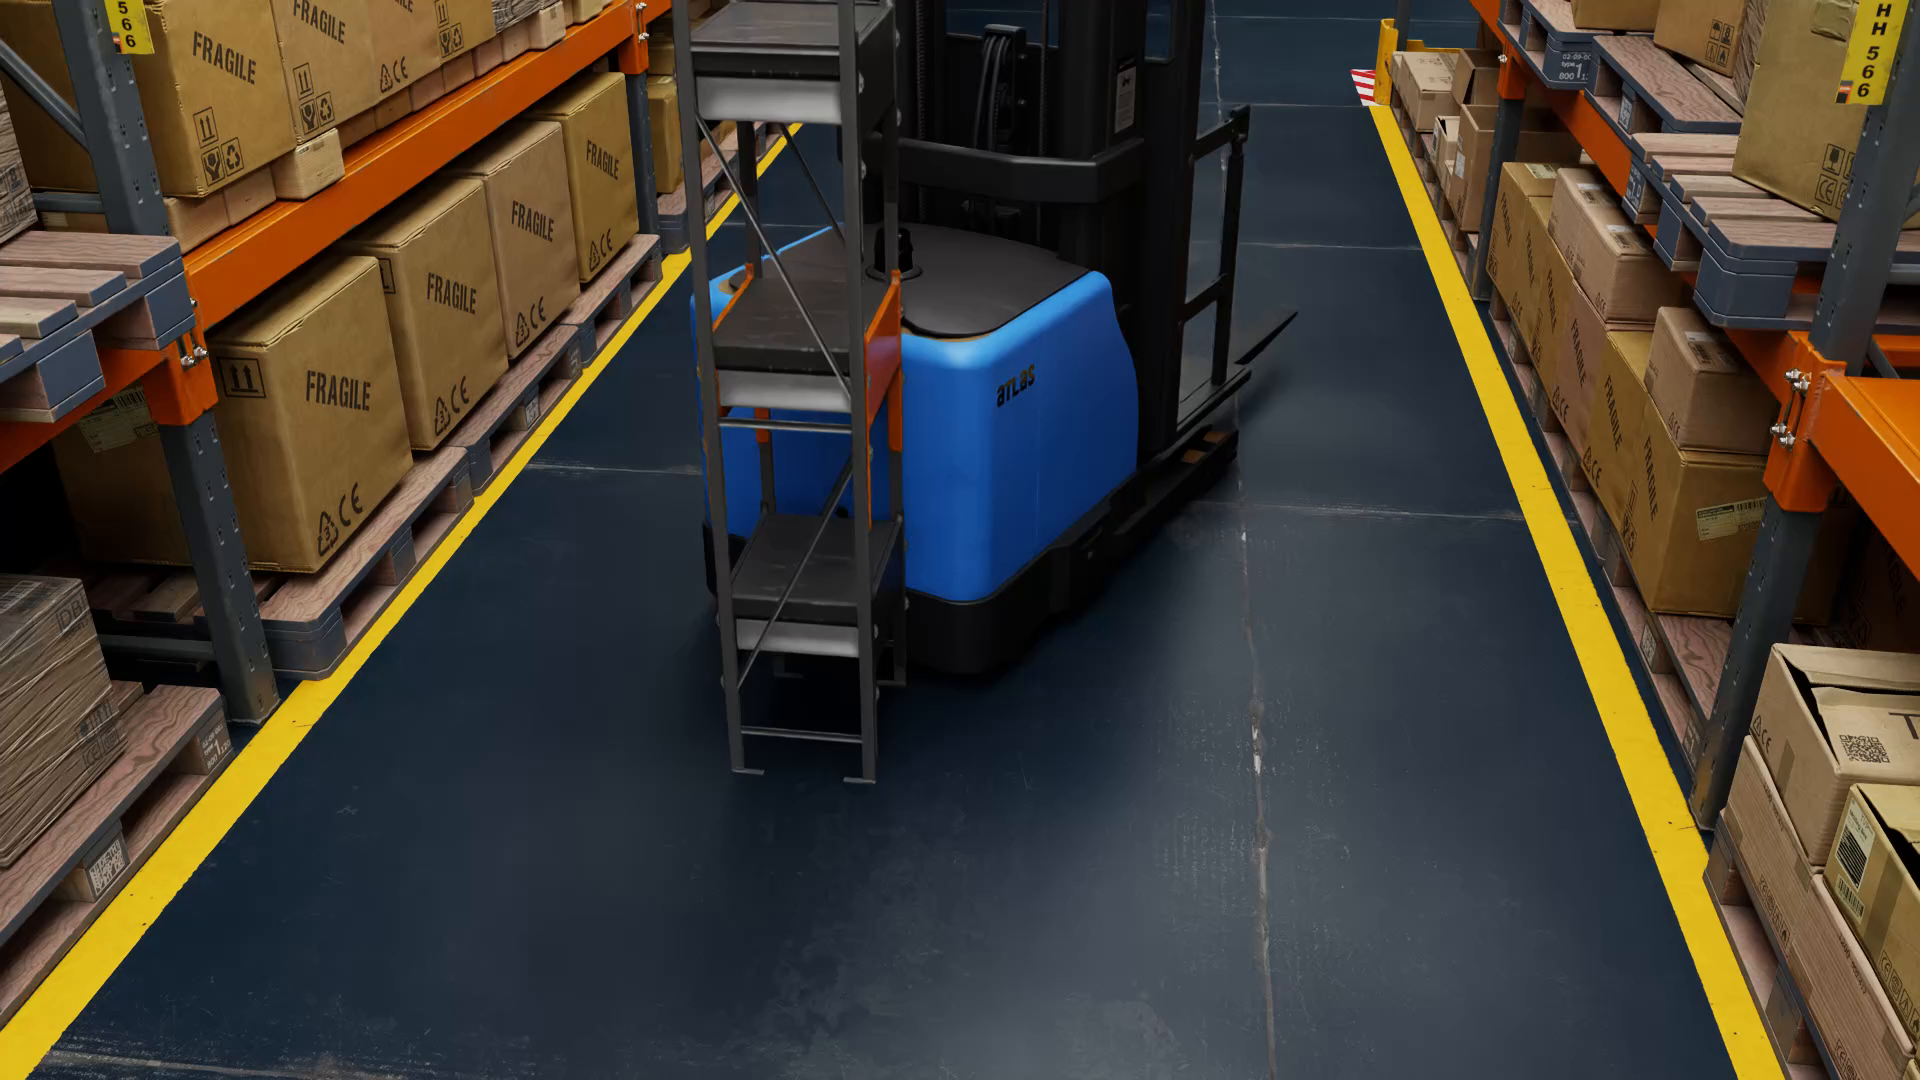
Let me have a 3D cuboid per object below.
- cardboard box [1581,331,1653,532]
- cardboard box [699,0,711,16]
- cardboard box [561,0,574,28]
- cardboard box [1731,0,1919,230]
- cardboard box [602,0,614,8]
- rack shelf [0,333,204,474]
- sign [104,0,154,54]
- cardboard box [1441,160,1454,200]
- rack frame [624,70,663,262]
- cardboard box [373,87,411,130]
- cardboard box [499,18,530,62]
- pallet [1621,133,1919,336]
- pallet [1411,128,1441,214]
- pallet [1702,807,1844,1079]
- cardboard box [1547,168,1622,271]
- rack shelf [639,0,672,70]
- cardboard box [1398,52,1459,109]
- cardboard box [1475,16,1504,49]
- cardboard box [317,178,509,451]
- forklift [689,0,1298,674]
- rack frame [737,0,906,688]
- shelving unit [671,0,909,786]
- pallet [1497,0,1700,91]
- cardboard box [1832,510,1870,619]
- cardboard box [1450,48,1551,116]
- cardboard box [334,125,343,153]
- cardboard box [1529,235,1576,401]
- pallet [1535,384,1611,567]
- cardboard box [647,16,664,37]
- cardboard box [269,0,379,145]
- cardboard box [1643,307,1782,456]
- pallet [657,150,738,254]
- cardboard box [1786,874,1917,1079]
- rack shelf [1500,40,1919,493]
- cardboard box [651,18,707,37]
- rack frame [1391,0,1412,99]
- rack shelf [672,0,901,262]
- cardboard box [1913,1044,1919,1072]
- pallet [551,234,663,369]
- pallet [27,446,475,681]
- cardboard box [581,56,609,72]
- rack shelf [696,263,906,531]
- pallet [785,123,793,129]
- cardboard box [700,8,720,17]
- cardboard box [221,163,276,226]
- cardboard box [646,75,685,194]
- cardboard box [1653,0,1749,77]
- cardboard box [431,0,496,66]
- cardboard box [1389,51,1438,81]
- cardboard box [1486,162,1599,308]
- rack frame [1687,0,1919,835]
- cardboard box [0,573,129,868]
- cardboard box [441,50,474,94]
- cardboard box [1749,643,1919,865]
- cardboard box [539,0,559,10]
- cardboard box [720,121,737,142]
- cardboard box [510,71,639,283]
[{"bbox_3d":[2.375,-0.347,5.403,0.500,0.500,0.500,2,28,4],"label":"cardboard box"},{"bbox_3d":[-1.769,-3.357,10.328,0.380,0.149,0.250,4,29,7],"label":"cardboard box"},{"bbox_3d":[-1.842,-2.209,6.931,0.380,0.149,0.250,4,29,8],"label":"cardboard box"},{"bbox_3d":[2.395,-1.088,4.059,0.700,0.500,0.500,-6,29,-11],"label":"cardboard box"},{"bbox_3d":[-1.758,-2.448,7.375,0.380,0.149,0.250,4,29,7],"label":"cardboard box"},{"bbox_3d":[-2.733,0.416,2.574,1.077,0.370,4.000,3,28,6],"label":"rack shelf"},{"bbox_3d":[-1.948,-1.290,3.845,0.100,0.325,0.005,3,28,6],"label":"sign"},{"bbox_3d":[2.694,-1.842,8.549,0.380,0.149,0.250,3,28,6],"label":"cardboard box"},{"bbox_3d":[-1.997,-2.725,7.646,1.000,3.000,0.127,3,28,6],"label":"rack frame"},{"bbox_3d":[-2.087,-1.489,5.596,0.380,0.149,0.250,4,29,7],"label":"cardboard box"},{"bbox_3d":[-1.912,-1.970,6.487,0.380,0.149,0.250,3,28,6],"label":"cardboard box"},{"bbox_3d":[2.443,-0.795,4.265,1.213,0.211,1.003,3,28,6],"label":"pallet"},{"bbox_3d":[3.151,-2.111,9.445,1.003,0.211,1.213,3,28,6],"label":"pallet"},{"bbox_3d":[2.290,1.057,3.566,1.003,0.211,1.213,3,28,6],"label":"pallet"},{"bbox_3d":[2.496,-1.178,6.156,0.500,0.250,0.500,3,29,6],"label":"cardboard box"},{"bbox_3d":[-1.752,-3.350,9.564,1.077,0.370,4.000,3,28,6],"label":"rack shelf"},{"bbox_3d":[3.000,-2.830,10.276,0.500,0.250,0.500,3,28,6],"label":"cardboard box"},{"bbox_3d":[3.587,-3.145,10.597,0.500,0.500,0.500,3,28,6],"label":"cardboard box"},{"bbox_3d":[-2.154,-0.831,5.954,0.750,0.750,0.750,3,28,6],"label":"cardboard box"},{"bbox_3d":[0.381,-1.557,5.550,1.130,2.935,3.031,16,32,27],"label":"forklift"},{"bbox_3d":[-0.359,-0.503,4.468,0.400,2.100,0.015,4,29,7],"label":"rack frame"},{"bbox_3d":[-0.392,-0.388,4.256,0.431,2.100,0.503,4,29,7],"label":"shelving unit"},{"bbox_3d":[2.713,-1.985,6.474,1.003,0.211,1.213,3,28,6],"label":"pallet"},{"bbox_3d":[2.827,-0.094,4.933,0.500,0.500,0.500,2,28,4],"label":"cardboard box"},{"bbox_3d":[3.144,-2.419,9.245,0.797,0.503,0.637,3,28,6],"label":"cardboard box"},{"bbox_3d":[-2.153,-1.246,5.144,0.380,0.149,0.250,3,28,6],"label":"cardboard box"},{"bbox_3d":[2.495,-0.832,6.304,0.500,0.500,0.500,4,29,7],"label":"cardboard box"},{"bbox_3d":[2.710,-0.251,5.993,1.003,0.211,1.213,3,28,6],"label":"pallet"},{"bbox_3d":[-1.893,-2.876,9.434,0.380,0.149,0.250,4,29,7],"label":"cardboard box"},{"bbox_3d":[-2.101,-1.486,4.906,0.500,0.500,0.500,4,29,8],"label":"cardboard box"},{"bbox_3d":[2.314,-0.460,4.823,0.500,0.250,0.500,4,29,8],"label":"cardboard box"},{"bbox_3d":[-1.827,-1.851,8.963,1.003,0.211,1.213,3,28,6],"label":"pallet"},{"bbox_3d":[2.013,0.935,3.307,0.500,0.250,0.500,3,28,5],"label":"cardboard box"},{"bbox_3d":[2.674,-1.181,5.538,1.077,0.370,4.000,3,28,6],"label":"rack shelf"},{"bbox_3d":[-1.517,-2.838,9.363,0.380,0.149,0.250,3,28,5],"label":"cardboard box"},{"bbox_3d":[3.409,-4.322,10.610,1.000,3.000,0.127,3,28,6],"label":"rack frame"},{"bbox_3d":[-0.391,-0.992,3.930,0.431,0.518,0.480,4,29,7],"label":"rack shelf"},{"bbox_3d":[1.953,0.940,2.708,0.500,0.311,0.500,3,28,5],"label":"cardboard box"},{"bbox_3d":[-2.017,-1.130,7.625,1.003,0.211,1.213,3,28,6],"label":"pallet"},{"bbox_3d":[-2.316,0.018,5.493,1.003,0.211,1.213,3,28,6],"label":"pallet"},{"bbox_3d":[-2.019,-2.385,8.523,0.380,0.149,0.250,3,28,6],"label":"cardboard box"},{"bbox_3d":[-0.392,-0.376,4.262,0.431,0.518,0.480,4,29,7],"label":"rack shelf"},{"bbox_3d":[-1.528,-3.000,11.095,1.003,0.211,1.213,3,28,6],"label":"pallet"},{"bbox_3d":[-1.555,-3.122,10.575,0.700,0.500,0.500,3,28,6],"label":"cardboard box"},{"bbox_3d":[-2.178,-1.000,4.688,0.380,0.149,0.250,4,29,7],"label":"cardboard box"},{"bbox_3d":[-1.804,-2.156,8.782,0.700,0.500,0.500,4,29,7],"label":"cardboard box"},{"bbox_3d":[2.764,-1.833,5.441,0.700,0.500,0.500,-4,29,-7],"label":"cardboard box"},{"bbox_3d":[-1.983,-1.965,5.795,0.500,0.500,0.500,4,29,8],"label":"cardboard box"},{"bbox_3d":[3.017,-3.084,10.853,0.380,0.149,0.250,3,28,6],"label":"cardboard box"},{"bbox_3d":[2.618,-1.319,7.207,0.500,0.500,0.500,2,28,4],"label":"cardboard box"},{"bbox_3d":[2.429,-0.556,3.620,1.000,3.000,0.127,3,28,6],"label":"rack frame"},{"bbox_3d":[-2.524,0.406,4.005,0.700,0.500,0.500,4,29,7],"label":"cardboard box"},{"bbox_3d":[-2.001,-1.728,6.039,0.380,0.149,0.250,4,29,8],"label":"cardboard box"},{"bbox_3d":[2.074,0.452,3.614,0.500,0.311,0.500,4,29,8],"label":"cardboard box"},{"bbox_3d":[-1.857,-2.436,6.670,0.500,0.500,0.500,4,29,7],"label":"cardboard box"},{"bbox_3d":[-1.674,-2.634,9.668,0.700,0.500,0.500,4,29,7],"label":"cardboard box"},{"bbox_3d":[-1.948,-1.650,7.474,0.750,0.750,0.750,4,29,7],"label":"cardboard box"}]
